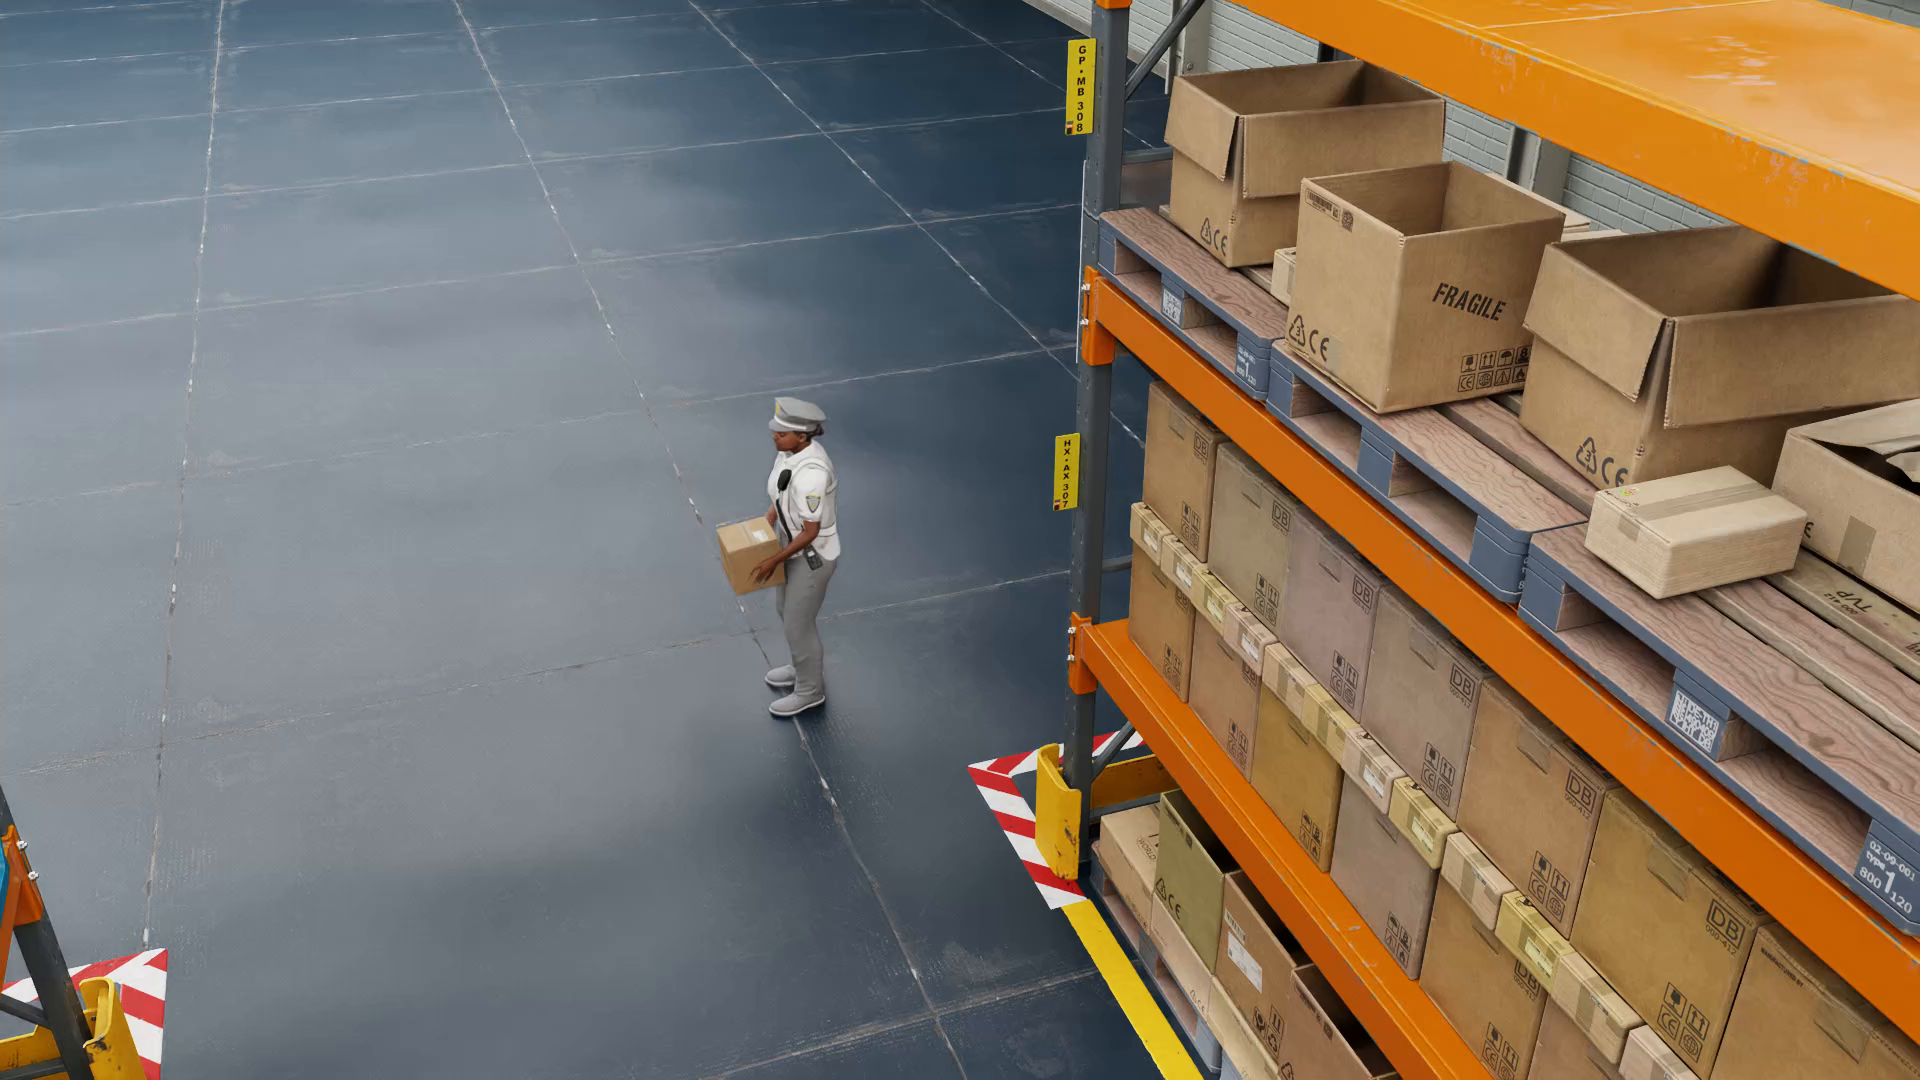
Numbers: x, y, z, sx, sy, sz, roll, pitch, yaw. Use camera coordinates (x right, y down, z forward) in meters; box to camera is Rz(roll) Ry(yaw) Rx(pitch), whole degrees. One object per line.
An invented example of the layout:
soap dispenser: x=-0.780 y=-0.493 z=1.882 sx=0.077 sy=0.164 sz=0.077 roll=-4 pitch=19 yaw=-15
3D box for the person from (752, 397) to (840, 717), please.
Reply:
person: x=-0.828 y=0.076 z=8.177 sx=0.465 sy=1.689 sz=0.474 roll=-11 pitch=32 yaw=-18
